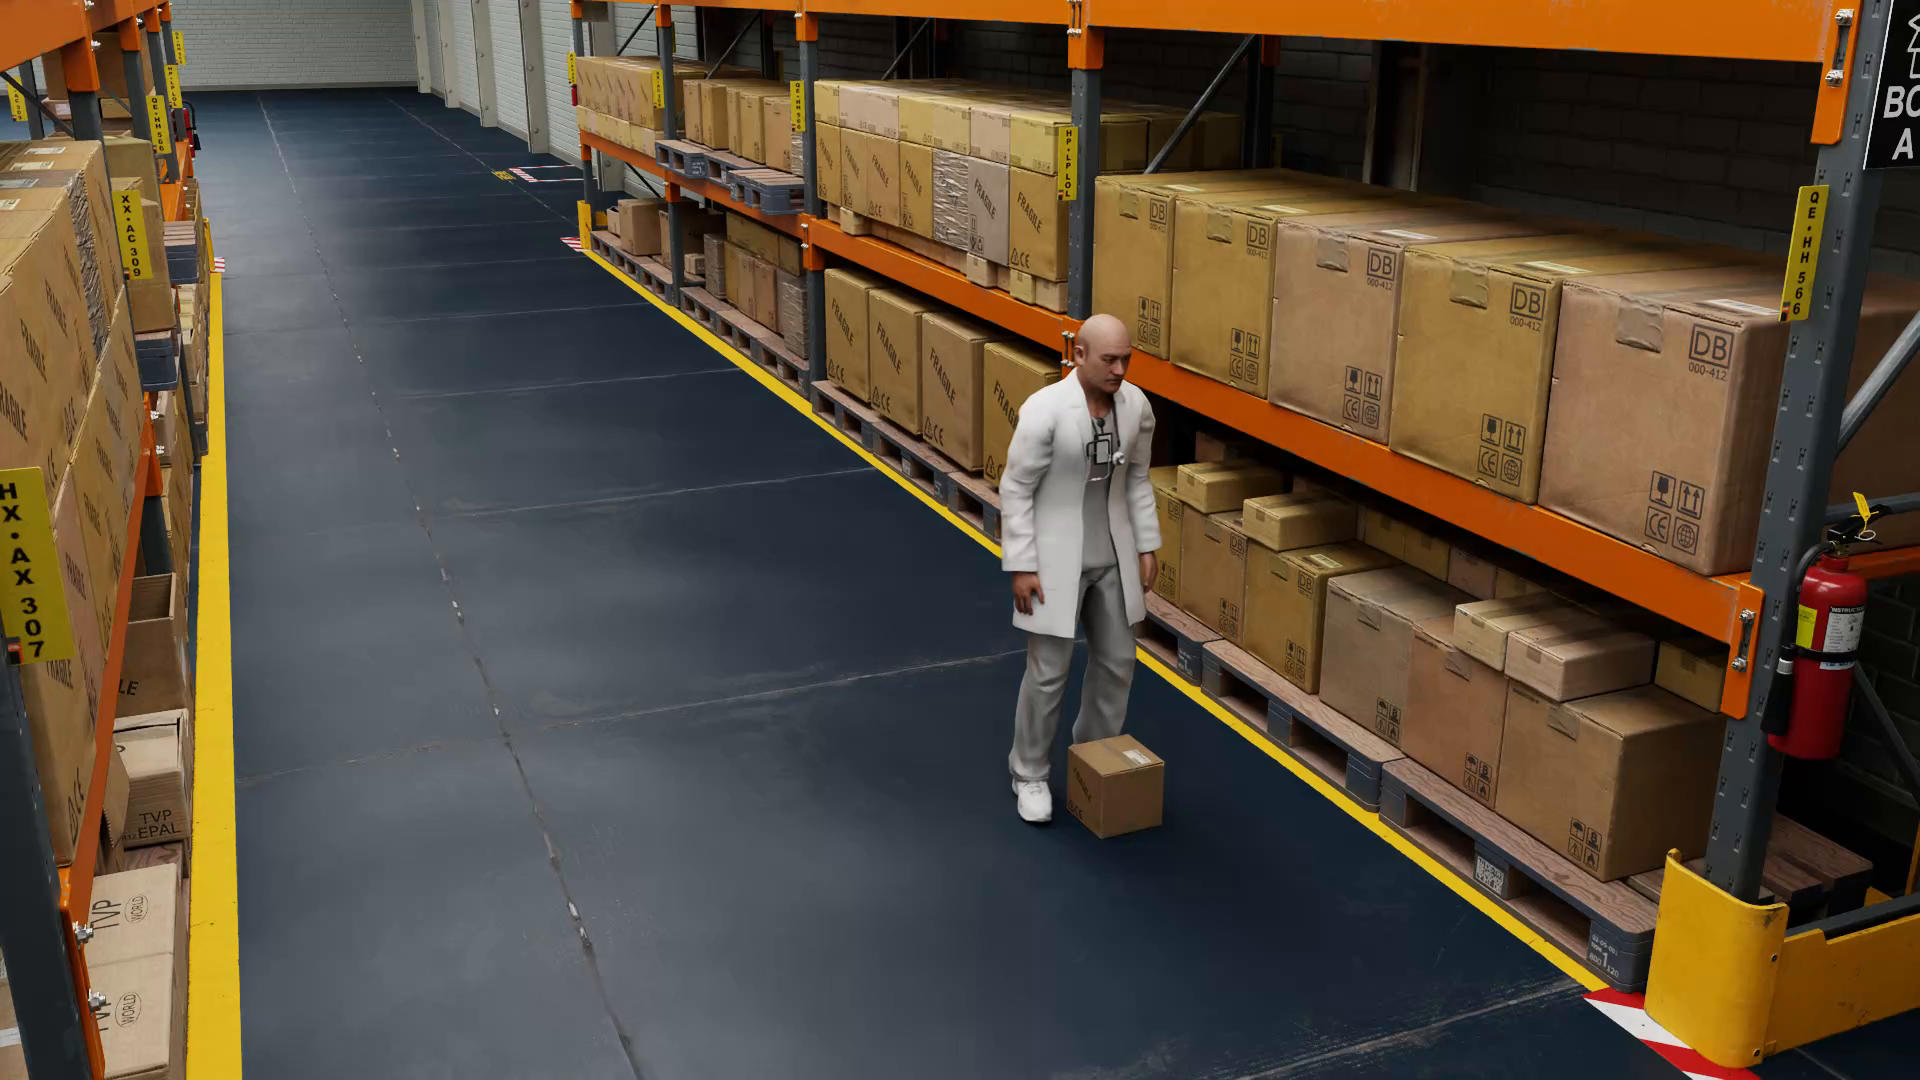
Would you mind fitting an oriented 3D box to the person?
[{"bbox_3d":[0.437,0.081,5.847,0.647,1.772,0.433,-10,21,-26],"label":"person"}]
